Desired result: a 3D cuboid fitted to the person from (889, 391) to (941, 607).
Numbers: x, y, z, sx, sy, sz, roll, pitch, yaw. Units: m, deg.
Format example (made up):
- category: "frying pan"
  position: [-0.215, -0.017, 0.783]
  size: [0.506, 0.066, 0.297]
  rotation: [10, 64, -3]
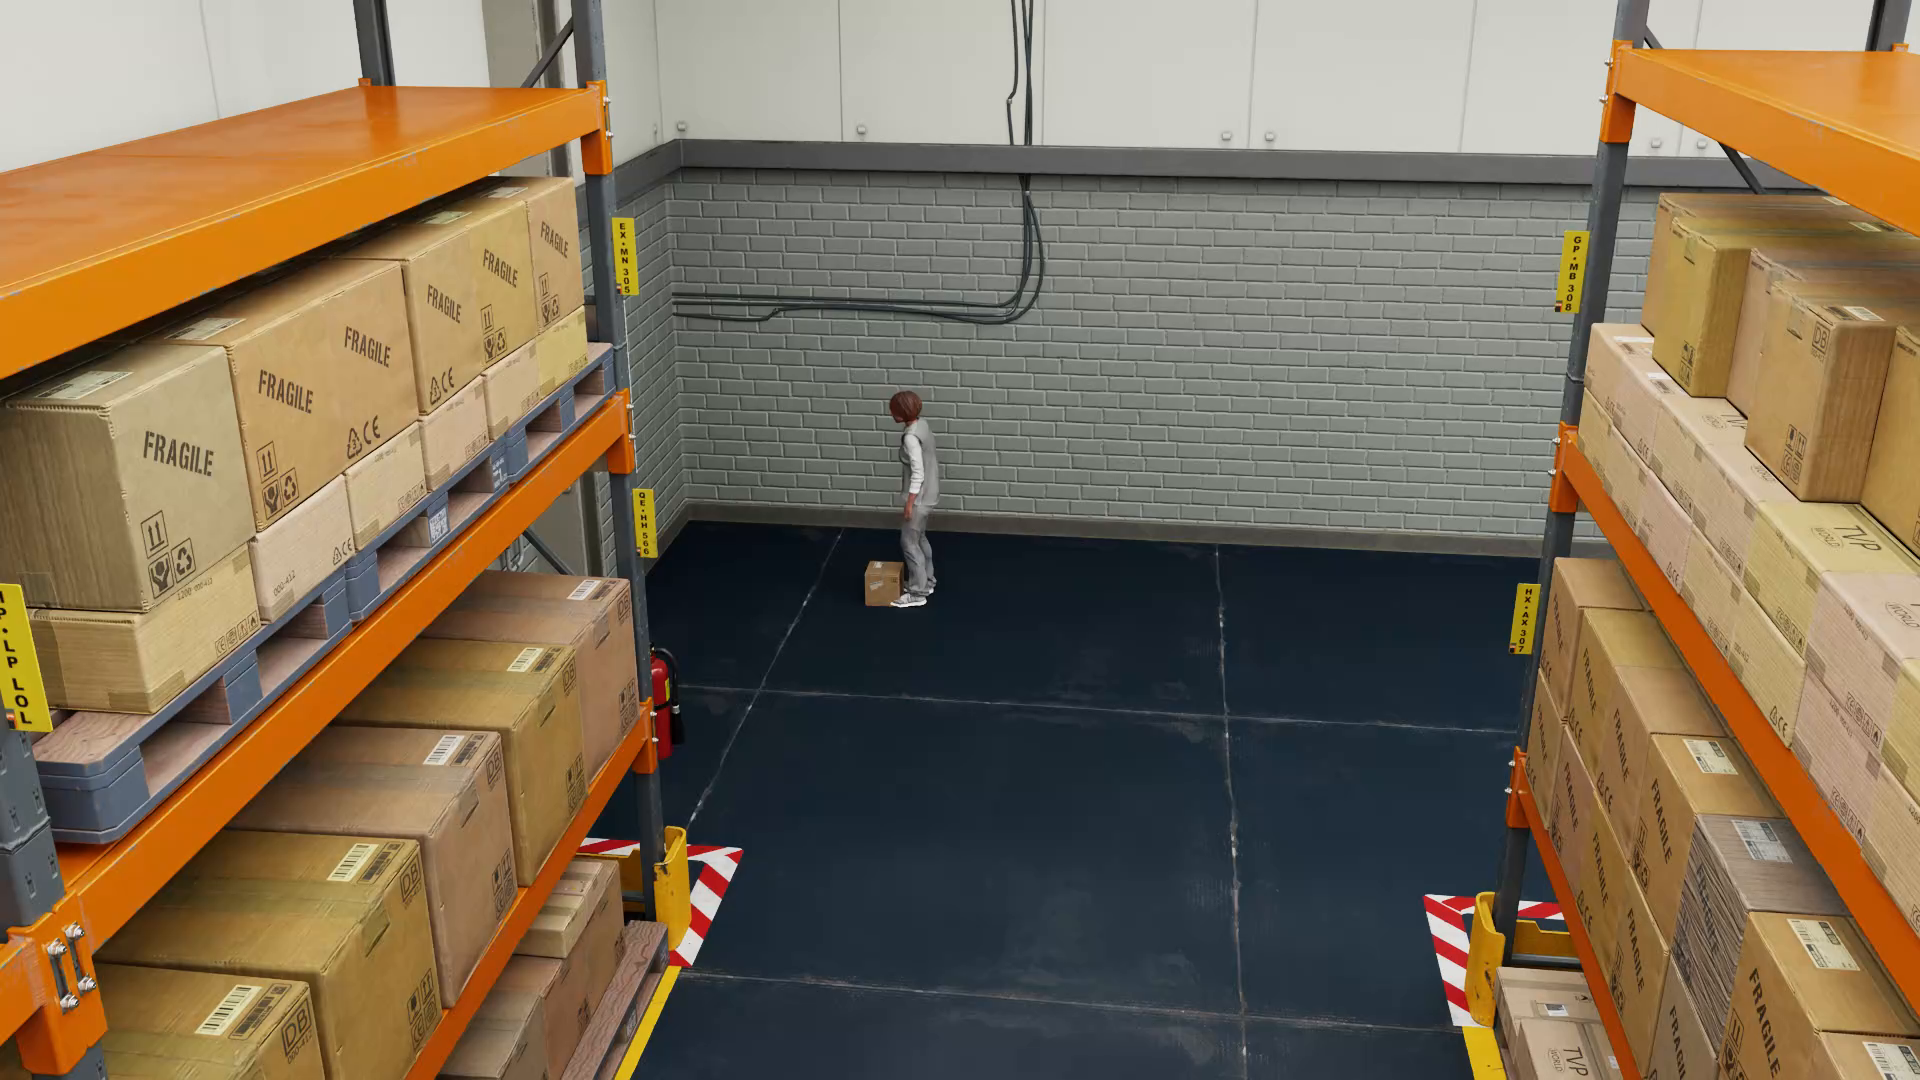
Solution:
- category: "person"
  position: [-0.322, -0.298, 11.858]
  size: [0.366, 1.593, 0.471]
  rotation: [2, 22, 6]
